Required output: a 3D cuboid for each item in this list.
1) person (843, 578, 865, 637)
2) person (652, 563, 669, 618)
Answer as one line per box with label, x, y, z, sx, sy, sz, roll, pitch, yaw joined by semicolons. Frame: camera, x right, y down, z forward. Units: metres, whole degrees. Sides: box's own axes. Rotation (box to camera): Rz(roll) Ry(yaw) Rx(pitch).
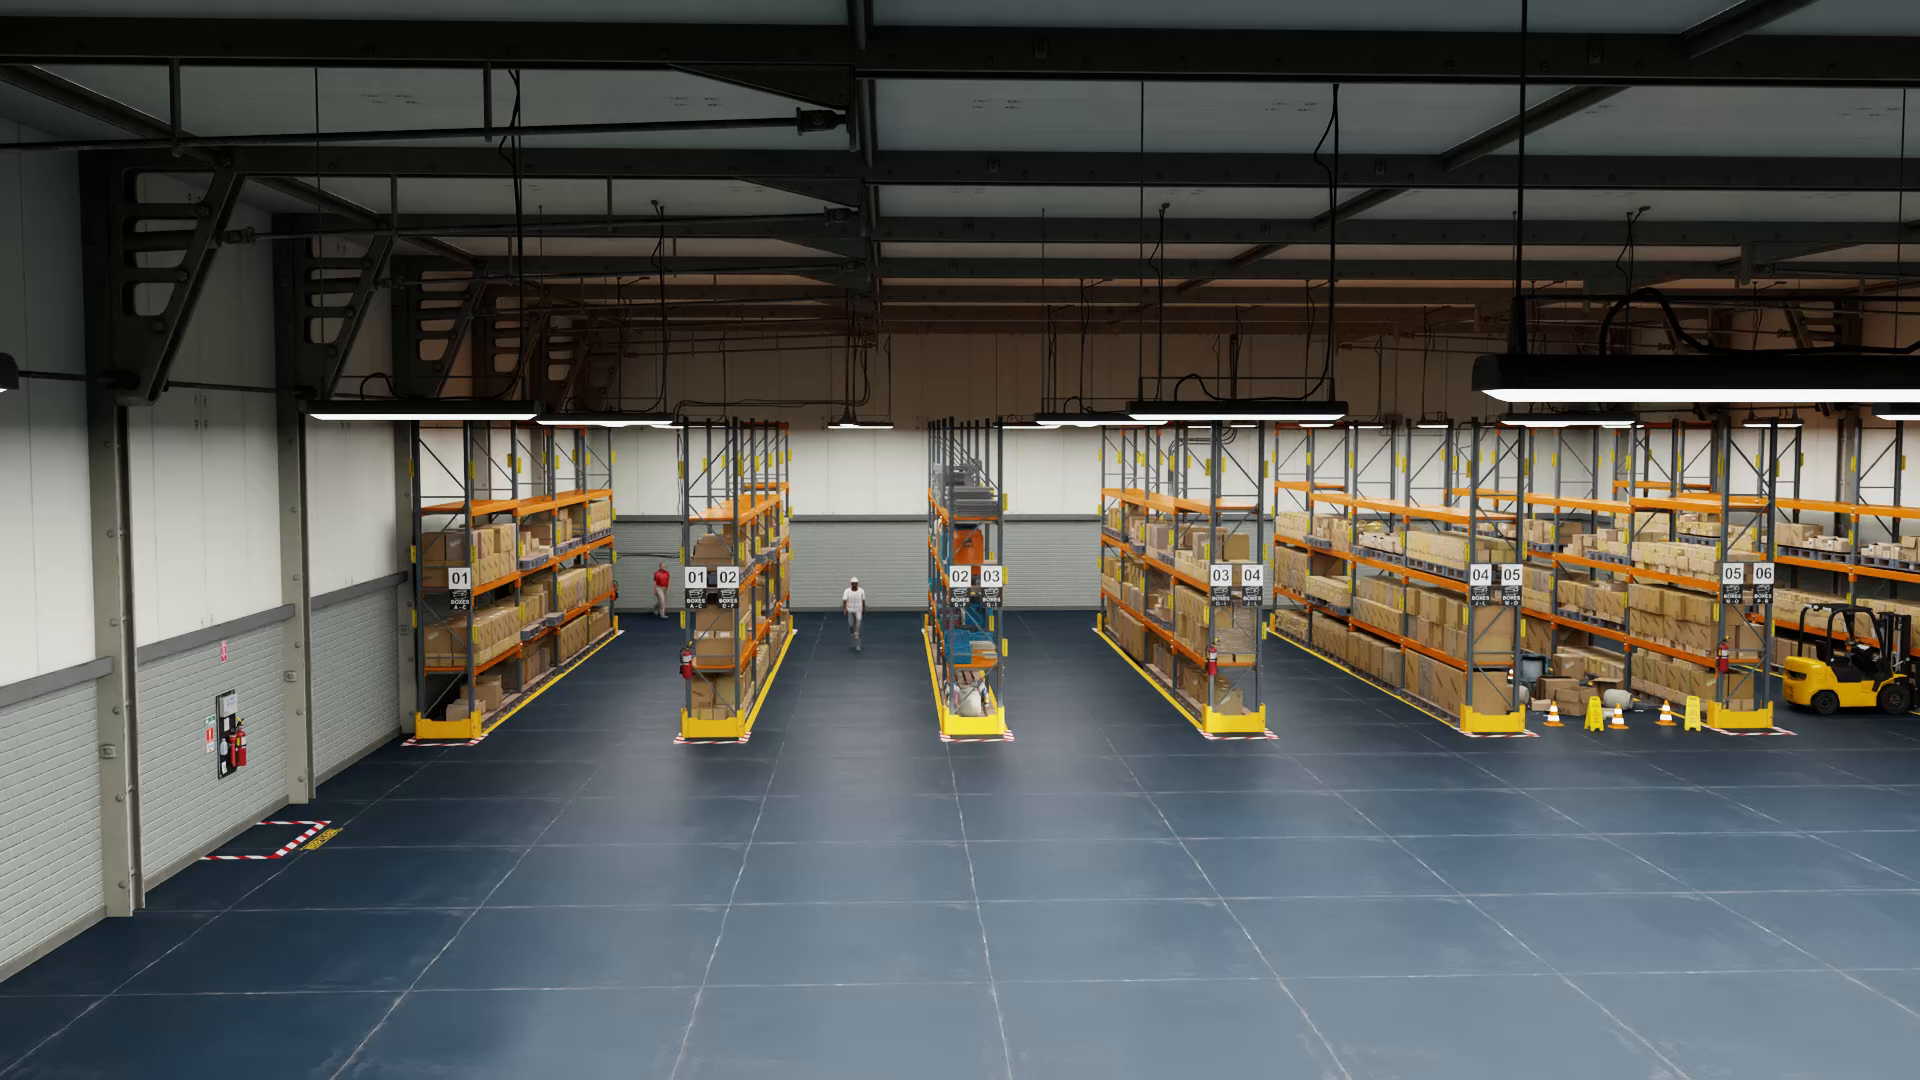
person;-2.794;1.762;43.786;0.577;1.551;0.911;0;4;0
person;-9.197;1.533;51.110;0.859;1.683;0.541;3;5;39
